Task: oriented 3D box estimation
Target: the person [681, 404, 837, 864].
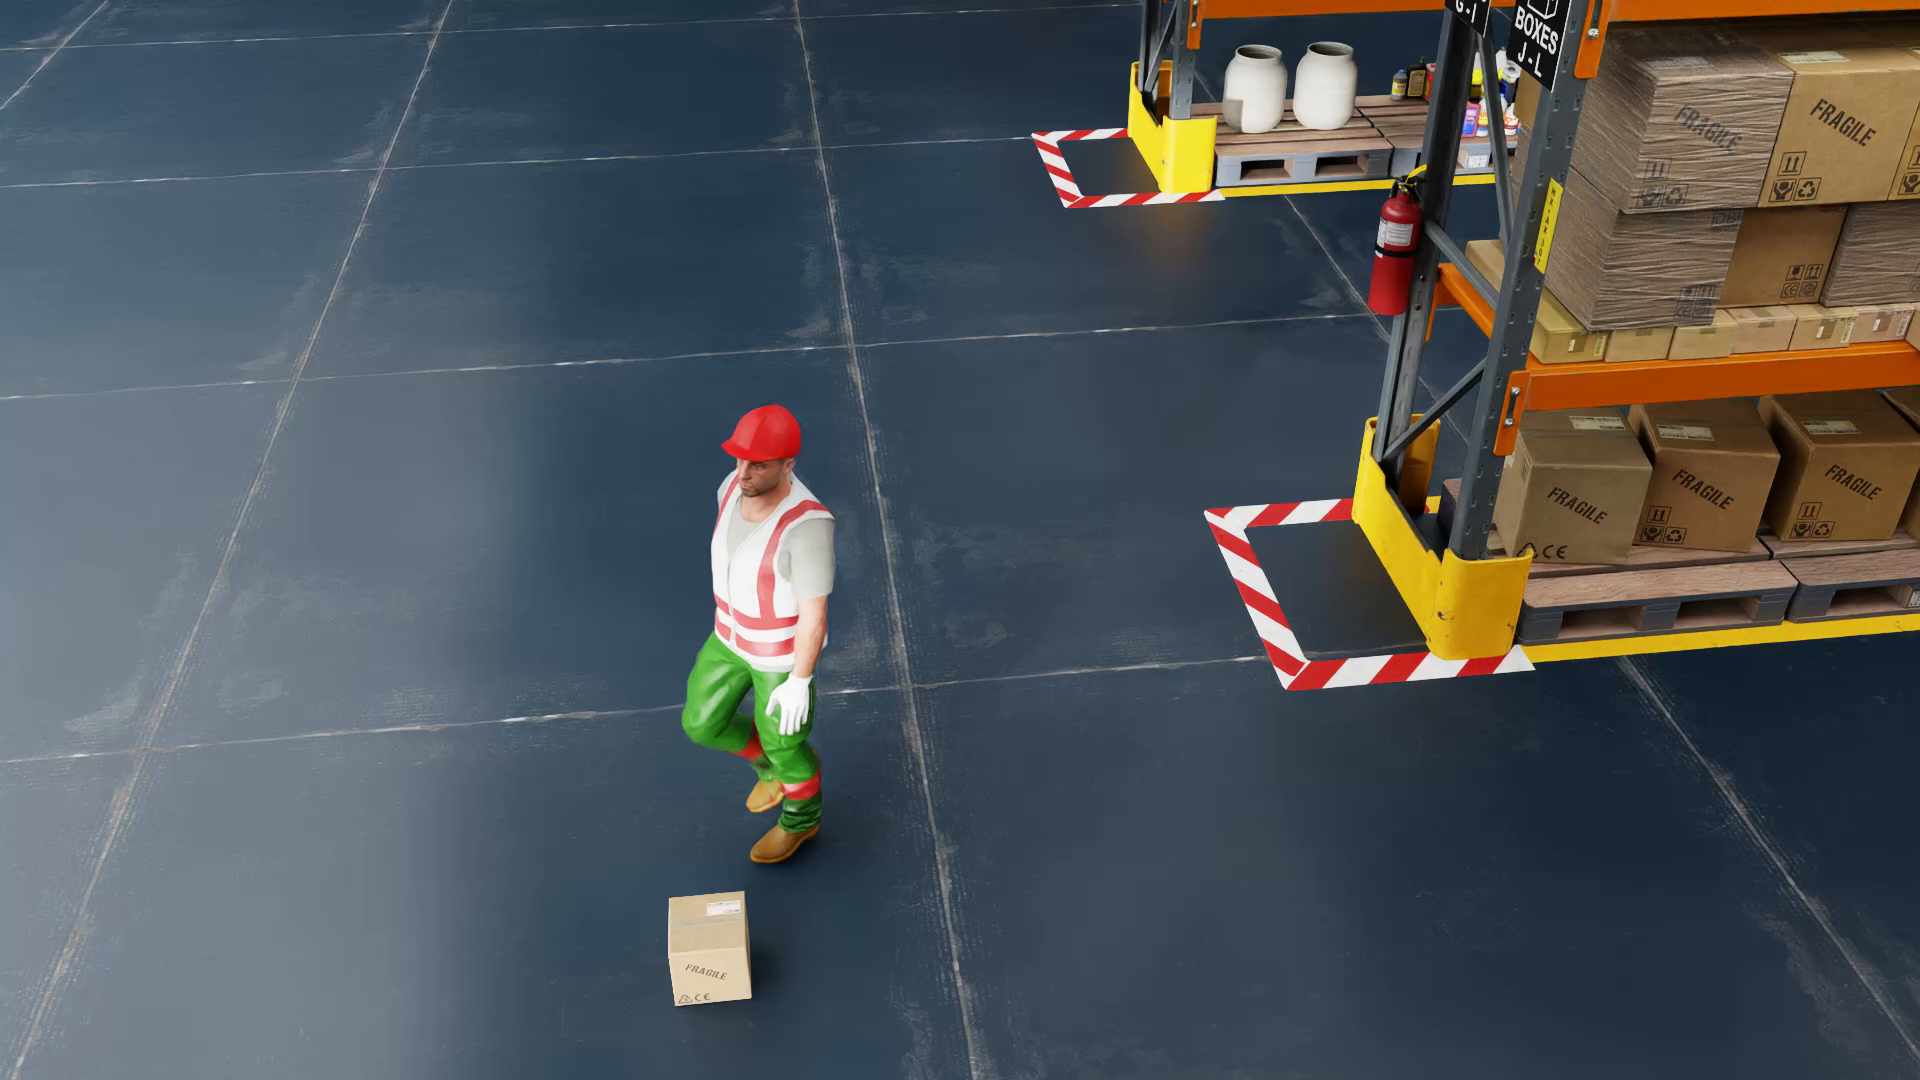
[{"bbox_3d":[-0.661,0.360,5.553,0.452,1.781,0.599,-29,44,-35],"label":"person"}]
